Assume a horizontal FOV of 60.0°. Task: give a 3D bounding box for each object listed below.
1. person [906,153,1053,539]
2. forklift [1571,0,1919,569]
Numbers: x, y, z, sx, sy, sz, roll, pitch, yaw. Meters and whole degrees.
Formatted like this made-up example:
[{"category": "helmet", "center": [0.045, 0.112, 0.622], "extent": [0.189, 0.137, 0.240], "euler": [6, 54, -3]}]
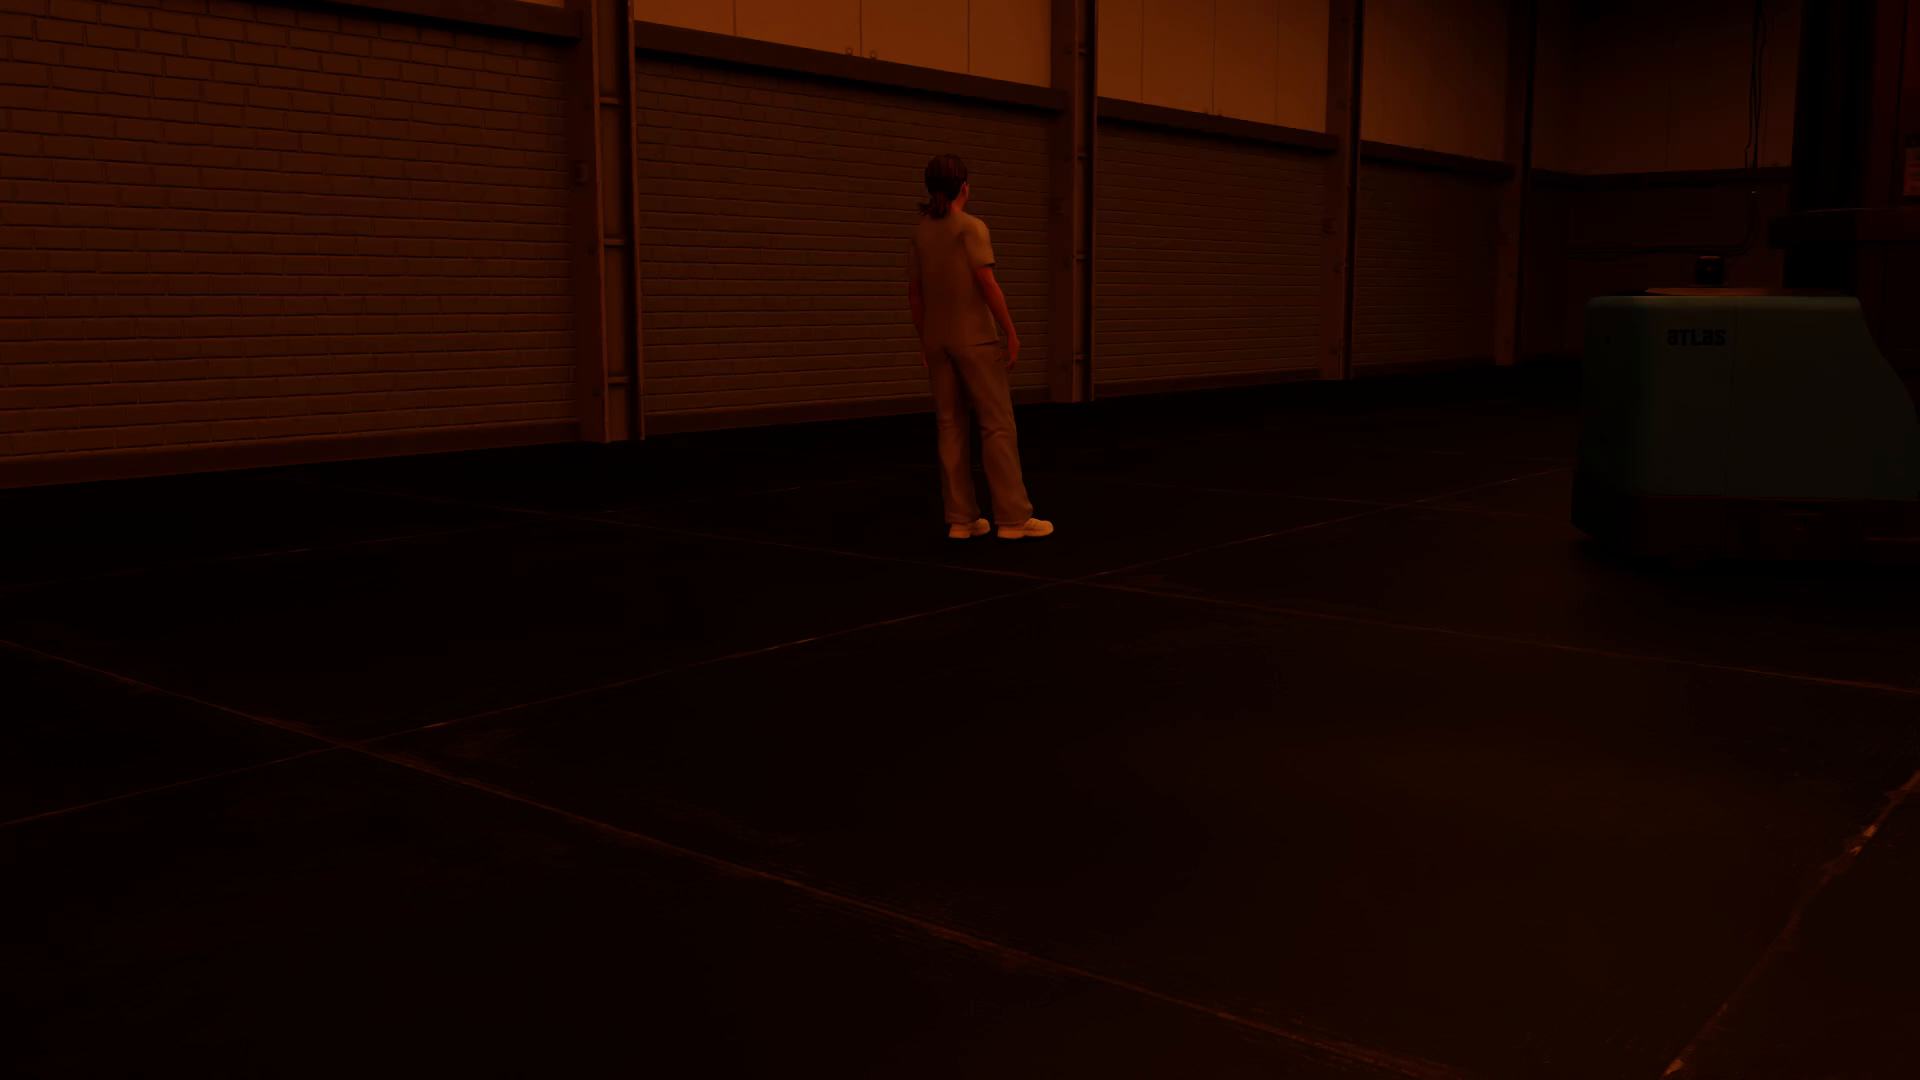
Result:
[{"category": "person", "center": [0.057, -0.844, 7.330], "extent": [0.549, 1.675, 0.549], "euler": [7, 11, 38]}, {"category": "forklift", "center": [4.152, -1.357, 6.557], "extent": [3.031, 2.935, 1.130], "euler": [1, 8, 9]}]
